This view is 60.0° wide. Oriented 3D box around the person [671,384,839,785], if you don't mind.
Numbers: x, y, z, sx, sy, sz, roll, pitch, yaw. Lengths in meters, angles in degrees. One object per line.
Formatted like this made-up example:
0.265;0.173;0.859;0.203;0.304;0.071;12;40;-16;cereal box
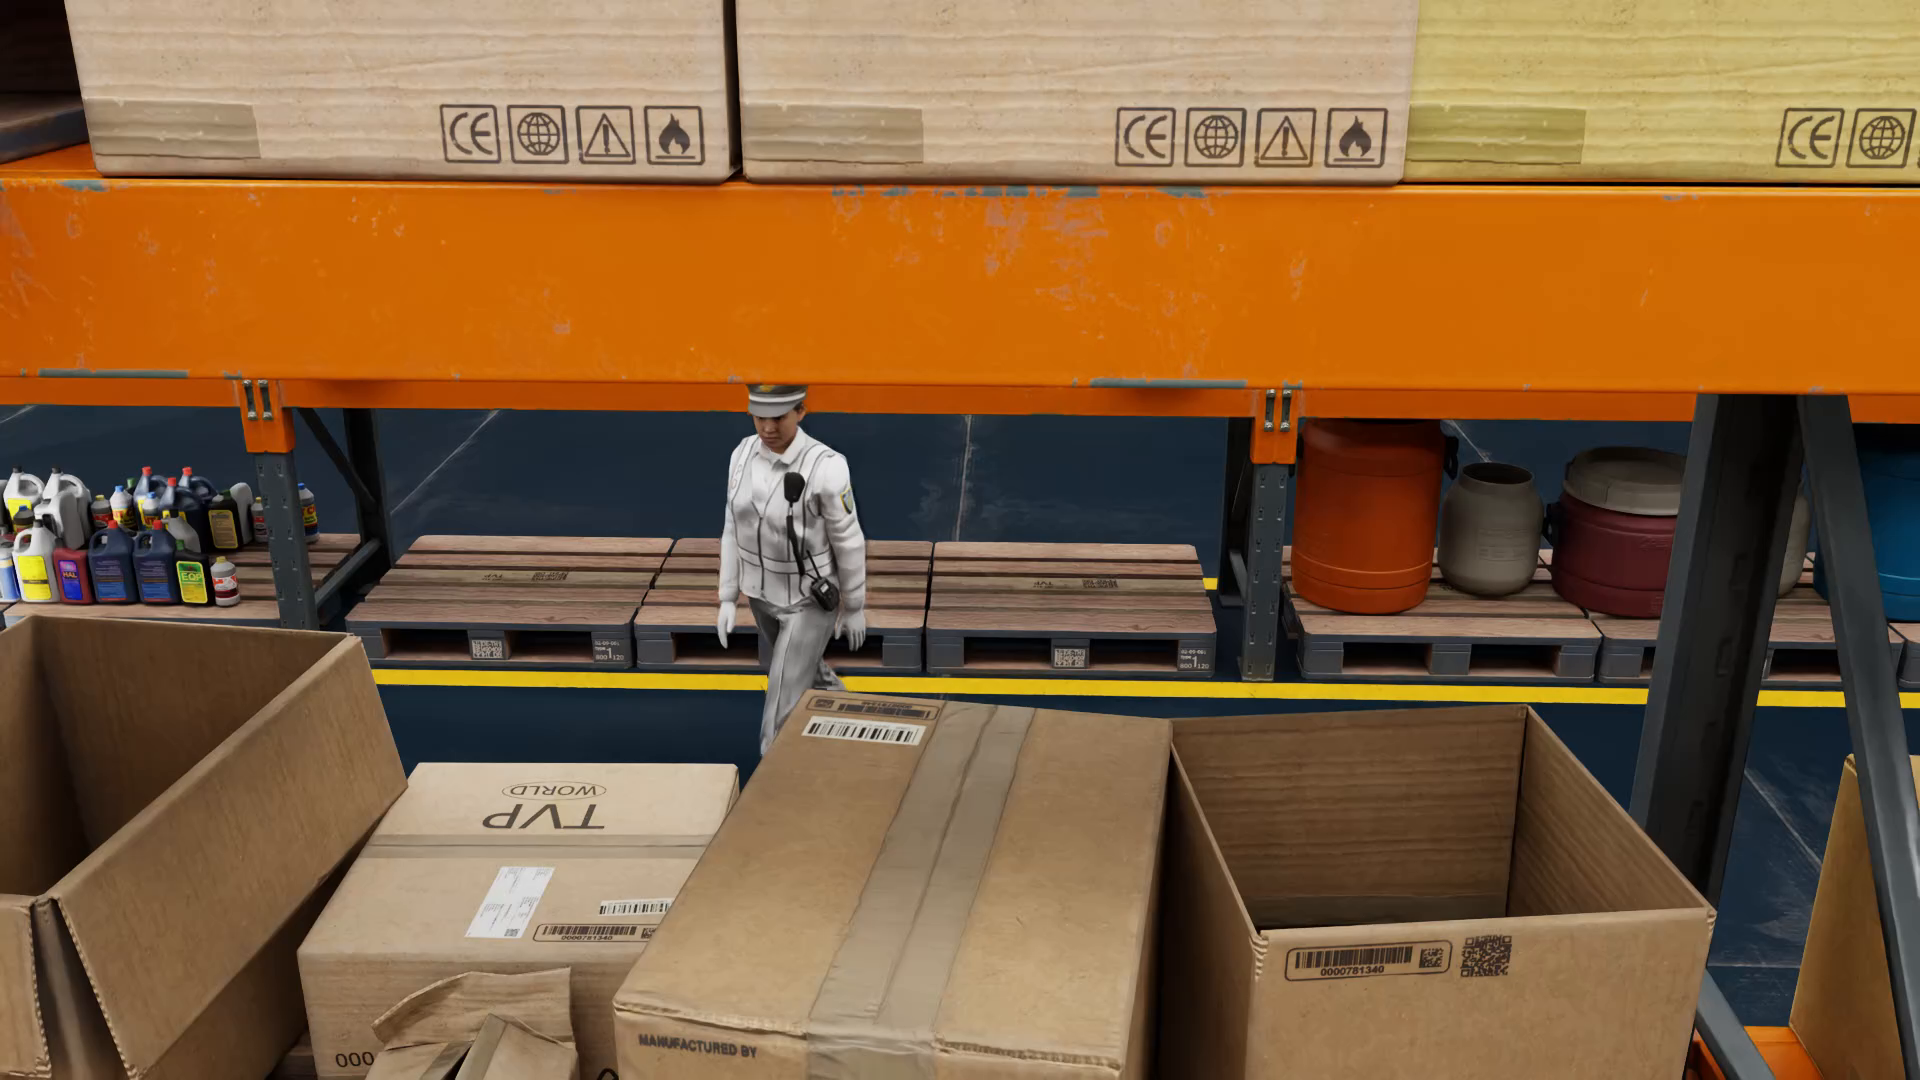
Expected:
-0.622;0.317;5.203;0.497;1.654;0.544;9;23;23;person
